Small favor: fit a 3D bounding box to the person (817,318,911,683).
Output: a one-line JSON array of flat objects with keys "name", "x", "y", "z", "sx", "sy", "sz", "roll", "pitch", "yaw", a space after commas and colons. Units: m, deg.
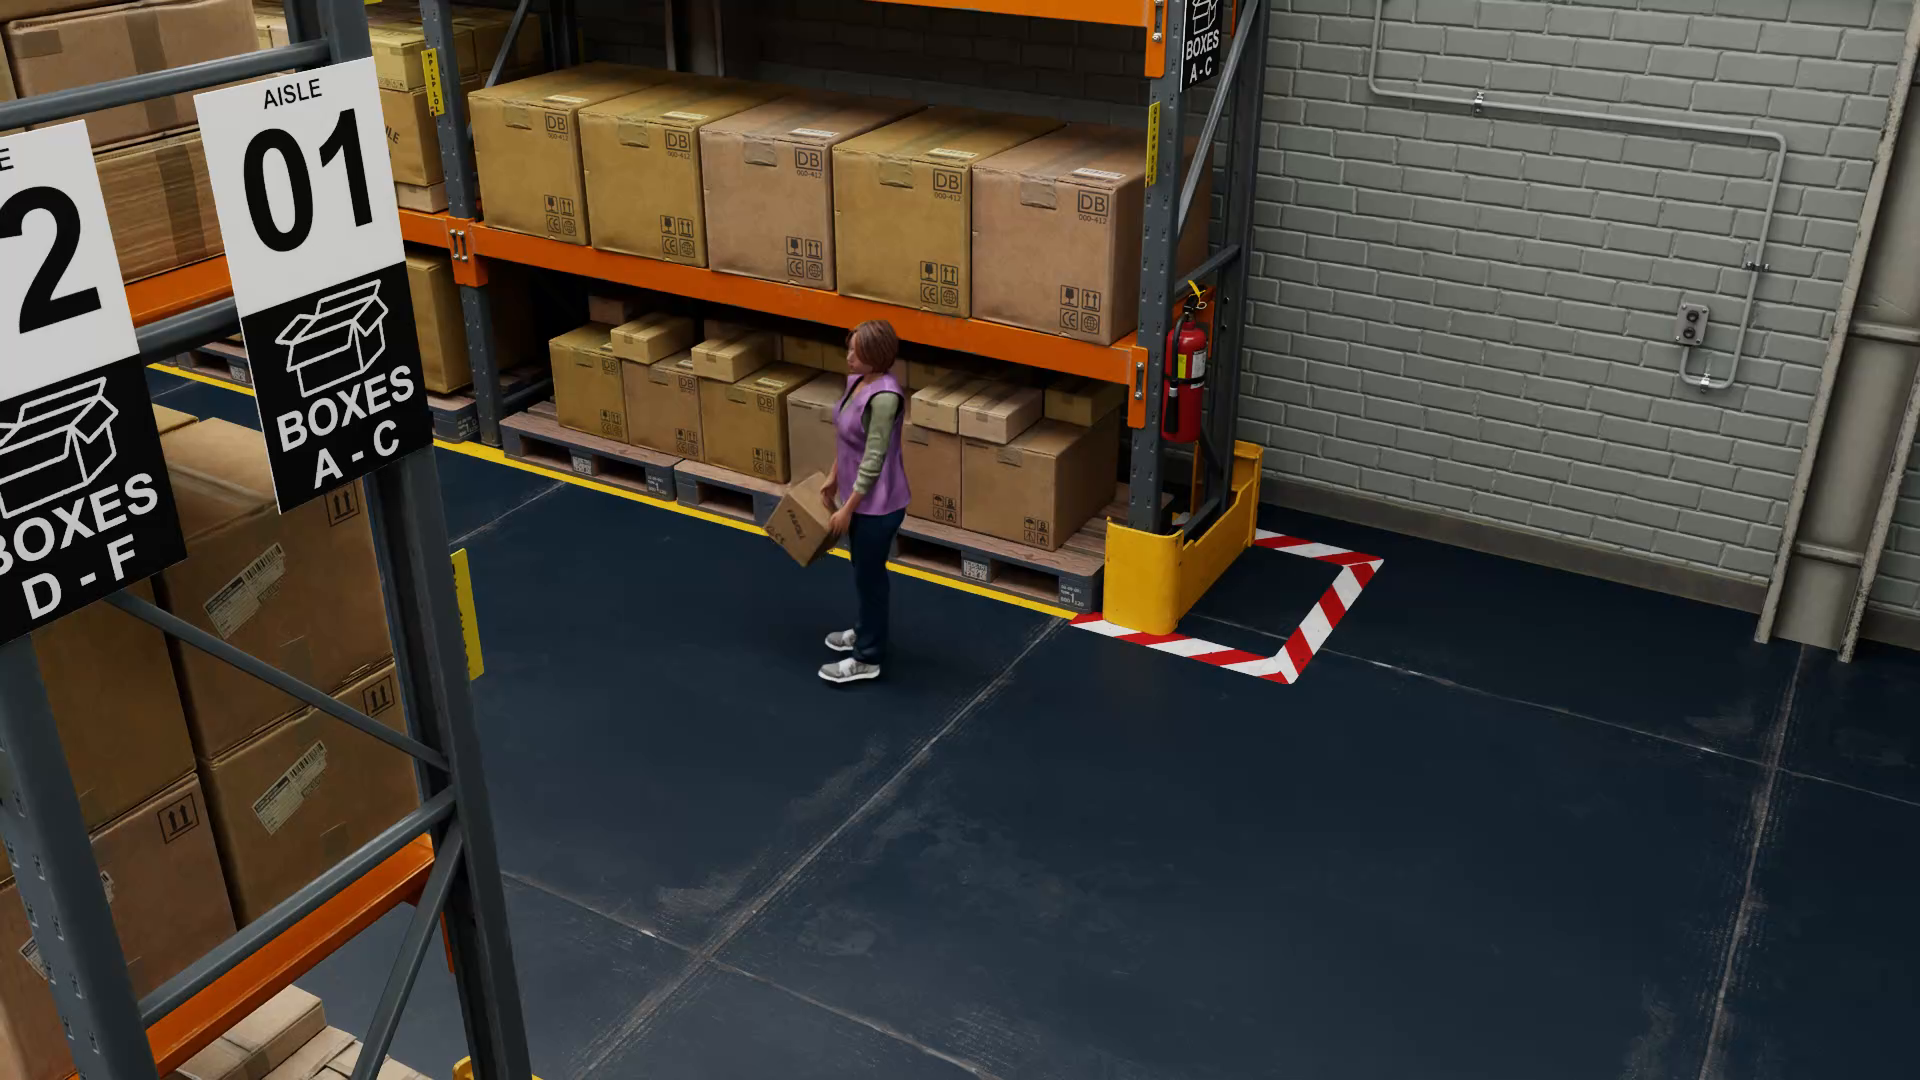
[{"name": "person", "x": -0.430, "y": -0.162, "z": 6.910, "sx": 0.423, "sy": 1.606, "sz": 0.486, "roll": -7, "pitch": 28, "yaw": -14}]
